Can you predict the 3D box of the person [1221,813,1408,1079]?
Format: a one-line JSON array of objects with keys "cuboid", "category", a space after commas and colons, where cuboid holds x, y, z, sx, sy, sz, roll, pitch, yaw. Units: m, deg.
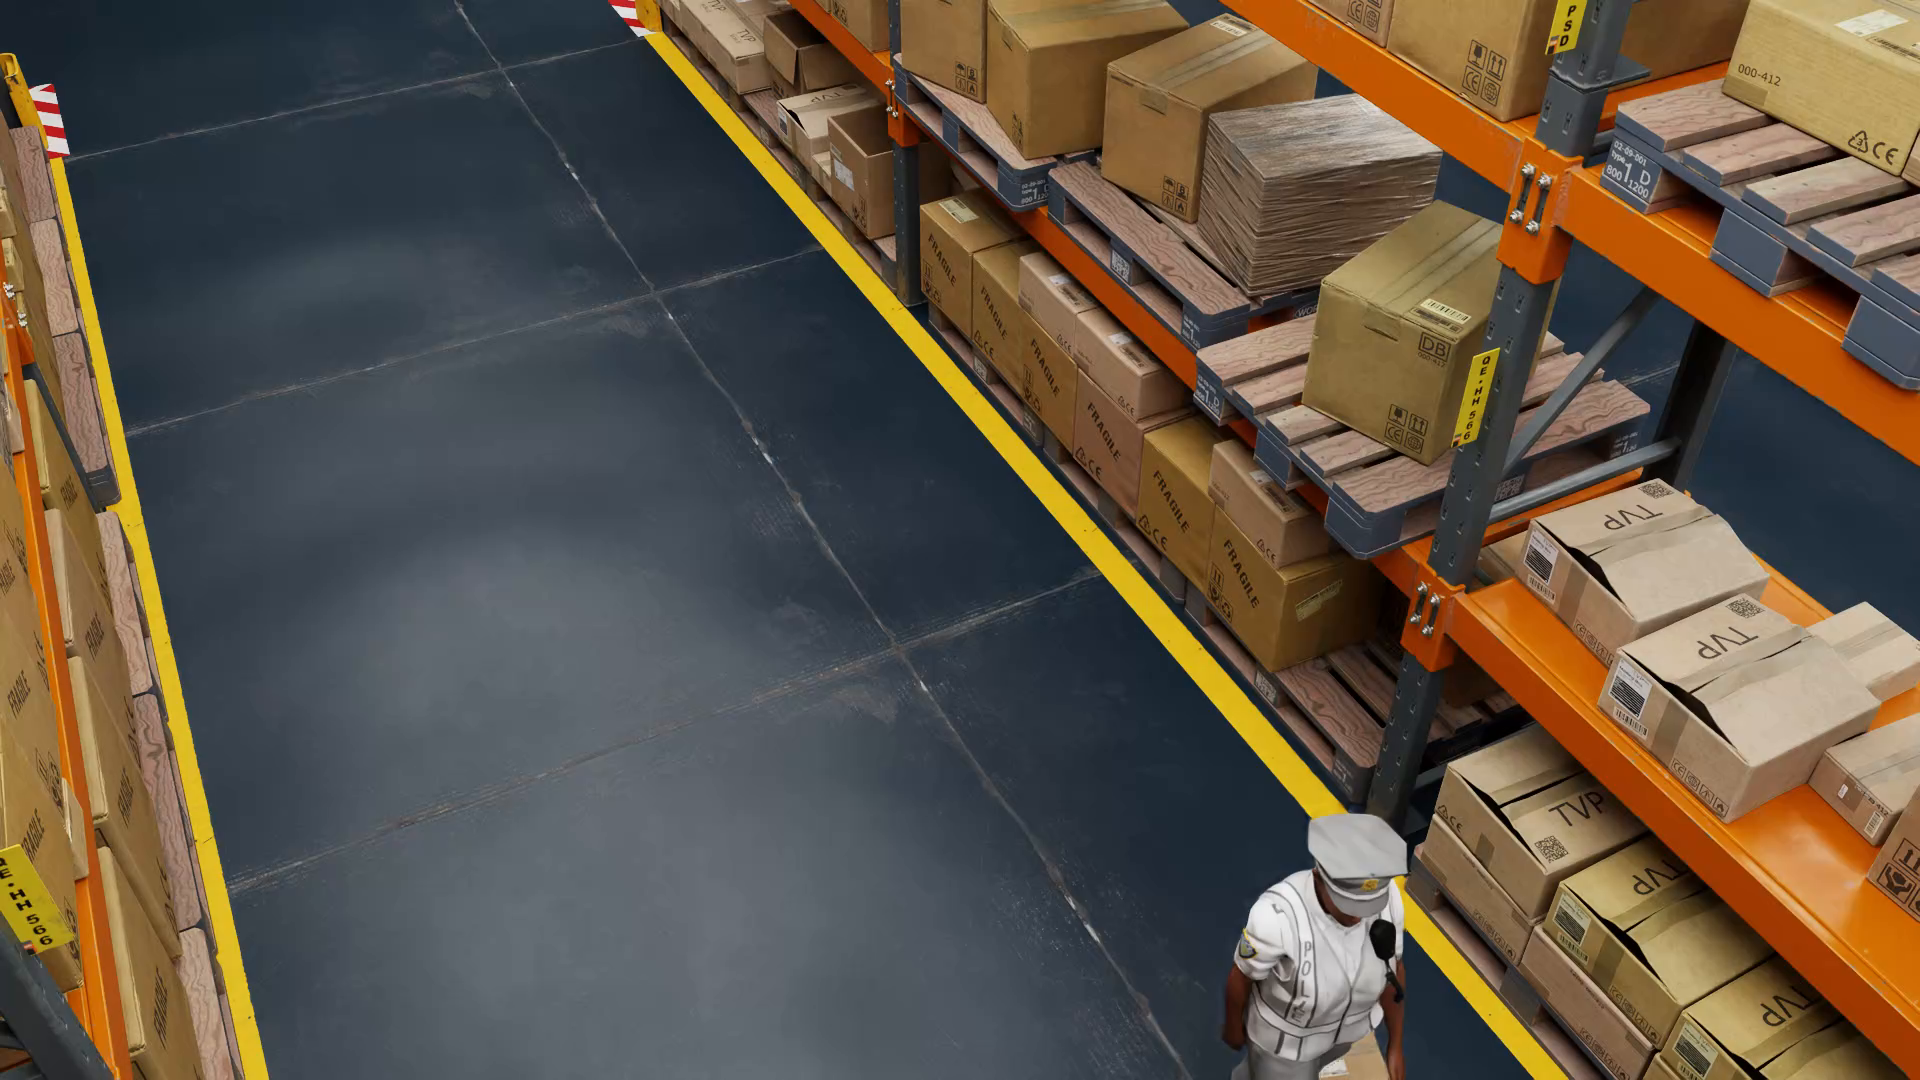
[{"cuboid": [0.973, 1.379, 4.611, 0.455, 1.711, 0.656, -16, 44, -17], "category": "person"}]
